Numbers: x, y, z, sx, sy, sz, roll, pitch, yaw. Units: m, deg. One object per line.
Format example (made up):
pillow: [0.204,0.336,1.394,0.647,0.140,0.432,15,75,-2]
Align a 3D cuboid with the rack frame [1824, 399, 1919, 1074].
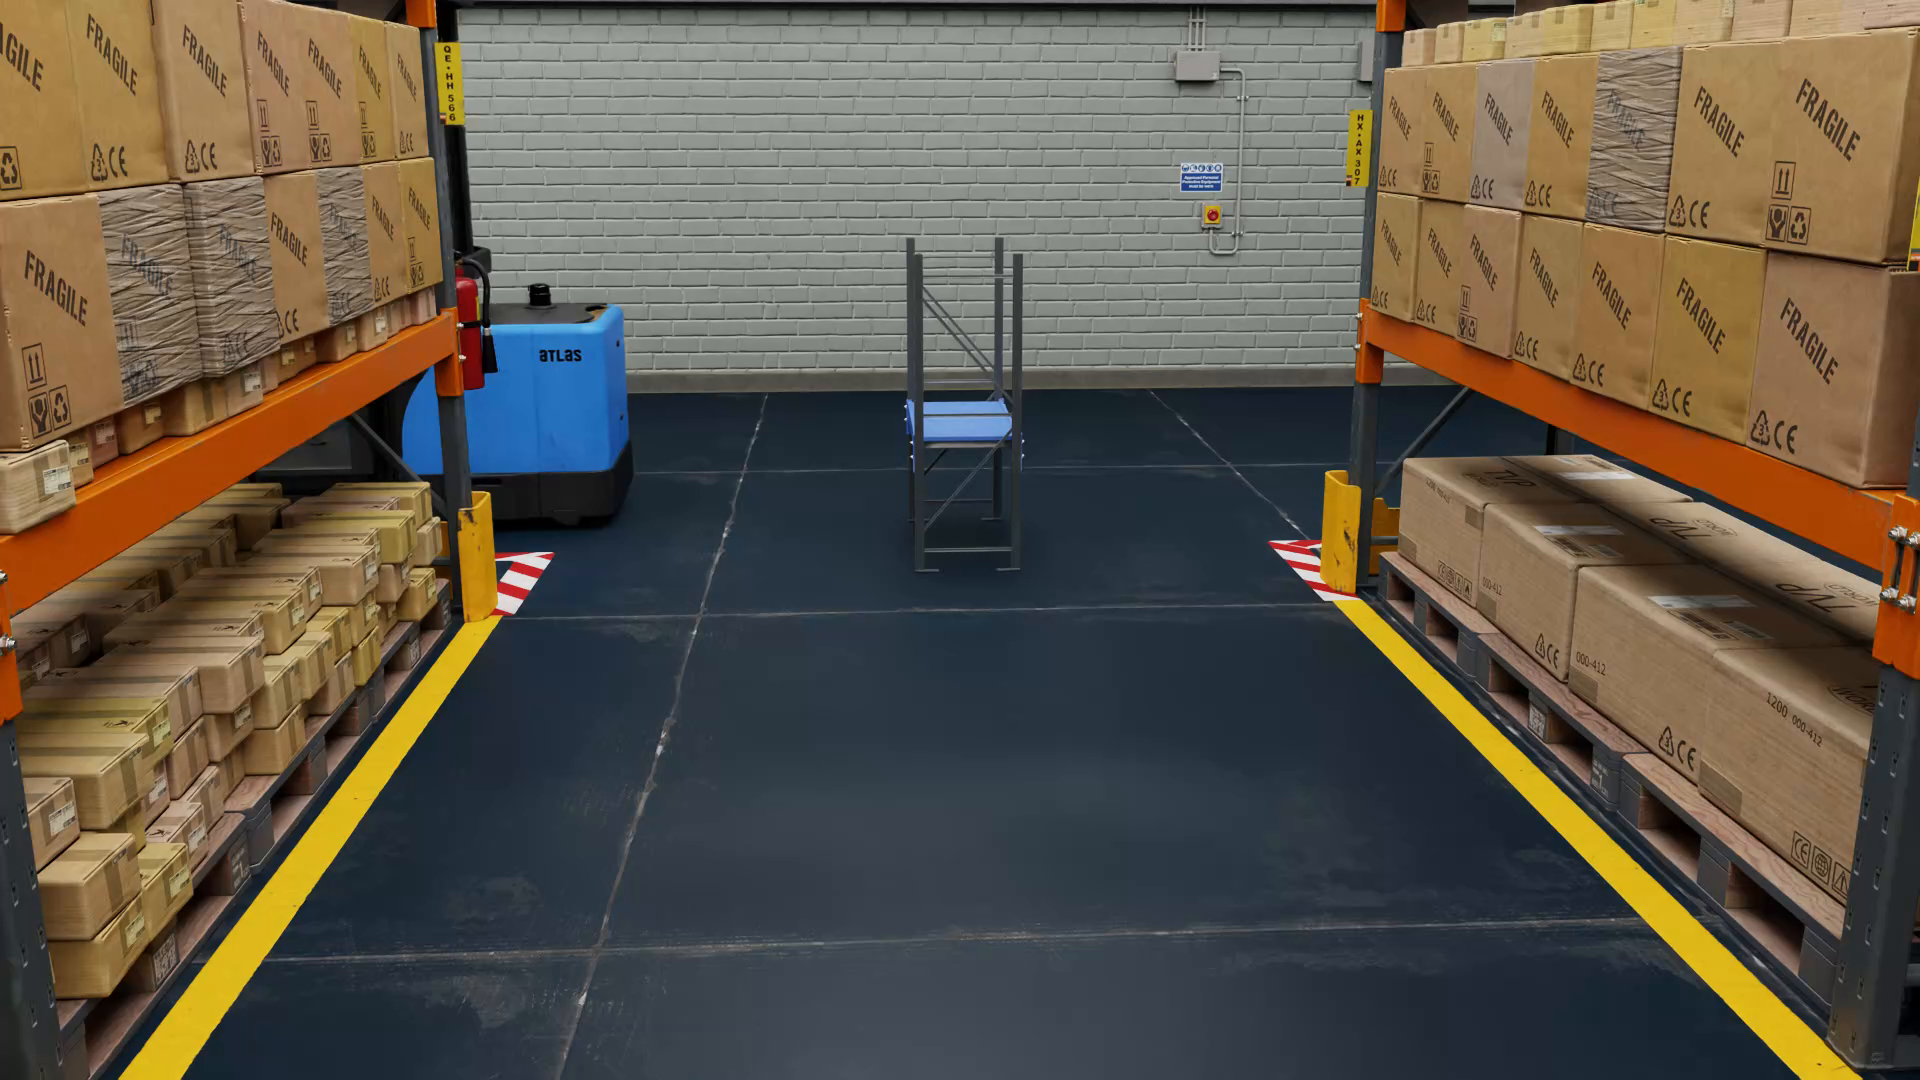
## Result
rack frame: [2.538,-0.258,3.511,1.000,3.000,0.127,-1,14,-3]

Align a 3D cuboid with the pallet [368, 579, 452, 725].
pallet: [-2.624,0.420,6.469,1.003,0.211,1.213,-1,14,-3]

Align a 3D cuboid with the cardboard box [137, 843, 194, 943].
cardboard box: [-2.115,0.859,4.048,0.380,0.149,0.250,0,14,-2]

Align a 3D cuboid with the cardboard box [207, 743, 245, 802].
cardboard box: [-2.299,0.669,4.785,0.380,0.149,0.250,-2,15,-6]

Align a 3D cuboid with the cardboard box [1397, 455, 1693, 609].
cardboard box: [2.431,-0.053,7.012,0.875,0.438,0.875,-1,14,-5]

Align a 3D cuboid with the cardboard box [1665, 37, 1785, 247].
cardboard box: [2.210,-1.030,4.304,0.500,0.500,0.500,-1,14,-4]

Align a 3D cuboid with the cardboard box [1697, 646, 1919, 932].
cardboard box: [2.606,0.621,4.391,0.875,0.438,0.875,-1,14,-4]

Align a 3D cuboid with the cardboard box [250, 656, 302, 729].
cardboard box: [-2.215,0.460,5.000,0.380,0.149,0.250,-1,14,-4]

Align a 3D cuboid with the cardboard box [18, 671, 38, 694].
cardboard box: [-2.694,0.457,4.414,0.380,0.149,0.250,0,14,-2]

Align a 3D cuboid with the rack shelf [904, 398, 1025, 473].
rack shelf: [0.005,-0.531,8.302,0.538,0.185,1.000,-1,14,-3]

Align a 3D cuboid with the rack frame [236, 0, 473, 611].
rack frame: [-2.644,-1.152,6.983,1.000,3.000,0.127,-1,14,-3]

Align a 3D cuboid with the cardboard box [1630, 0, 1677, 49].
cardboard box: [2.185,-1.496,4.811,0.380,0.149,0.250,-1,14,-5]

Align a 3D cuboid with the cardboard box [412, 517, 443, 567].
cardboard box: [-2.327,0.008,6.756,0.380,0.149,0.250,-1,14,-5]

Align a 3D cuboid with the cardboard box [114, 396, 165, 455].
cardboard box: [-2.257,-0.307,4.204,0.380,0.149,0.250,-2,15,-6]

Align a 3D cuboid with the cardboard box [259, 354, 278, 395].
cardboard box: [-2.280,-0.503,4.967,0.380,0.149,0.250,0,14,-1]

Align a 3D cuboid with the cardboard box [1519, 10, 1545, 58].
cardboard box: [2.101,-1.685,5.545,0.380,0.149,0.250,-1,14,-3]

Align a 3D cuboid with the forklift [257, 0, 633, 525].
forklift: [-3.366,-1.572,8.754,3.031,2.935,1.130,-1,14,-5]

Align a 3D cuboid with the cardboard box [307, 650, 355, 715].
cardboard box: [-2.252,0.475,5.540,0.380,0.149,0.250,-1,14,-2]

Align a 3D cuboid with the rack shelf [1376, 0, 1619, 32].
rack shelf: [2.414,-1.860,5.160,1.077,0.370,4.000,-1,14,-3]

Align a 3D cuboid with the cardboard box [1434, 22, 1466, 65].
cardboard box: [2.025,-1.877,6.293,0.380,0.149,0.250,0,14,-2]

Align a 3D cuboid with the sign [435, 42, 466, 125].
sign: [-2.089,-1.869,6.813,0.100,0.325,0.005,-1,14,-3]

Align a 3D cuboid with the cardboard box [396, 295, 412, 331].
cardboard box: [-2.364,-0.891,6.473,0.380,0.149,0.250,-1,14,-4]

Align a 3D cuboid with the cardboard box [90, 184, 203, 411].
cardboard box: [-2.213,-0.599,4.038,0.500,0.500,0.500,-1,14,-3]

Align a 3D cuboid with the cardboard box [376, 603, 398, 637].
cardboard box: [-2.356,0.283,6.286,0.380,0.149,0.250,-1,14,-4]

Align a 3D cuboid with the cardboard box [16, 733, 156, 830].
cardboard box: [-2.169,0.574,3.960,0.380,0.149,0.250,0,14,-1]

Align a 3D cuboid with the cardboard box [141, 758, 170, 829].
cardboard box: [-2.256,0.660,4.224,0.380,0.149,0.250,-1,14,-4]

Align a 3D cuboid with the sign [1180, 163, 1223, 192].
sign: [1.866,-2.801,12.849,0.327,0.218,0.001,-1,14,-3]

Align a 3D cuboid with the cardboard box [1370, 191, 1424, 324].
cardboard box: [2.033,-1.178,6.884,0.500,0.500,0.500,-1,14,-4]

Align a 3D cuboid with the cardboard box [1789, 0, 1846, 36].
cardboard box: [2.288,-1.306,4.075,0.380,0.149,0.250,-1,14,-3]

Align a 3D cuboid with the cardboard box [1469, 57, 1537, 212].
cardboard box: [2.114,-1.406,5.763,0.500,0.500,0.500,-1,14,-4]

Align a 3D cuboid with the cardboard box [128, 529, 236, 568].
cardboard box: [-2.828,0.065,5.939,0.380,0.149,0.250,-2,15,-6]

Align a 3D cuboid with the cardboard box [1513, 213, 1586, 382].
cardboard box: [2.154,-0.801,5.421,0.500,0.500,0.500,0,14,-2]

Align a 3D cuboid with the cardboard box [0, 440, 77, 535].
cardboard box: [-2.087,-0.111,3.441,0.380,0.149,0.250,0,14,-1]

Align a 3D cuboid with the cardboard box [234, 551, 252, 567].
cardboard box: [-2.804,0.144,6.227,0.380,0.149,0.250,-1,14,-3]

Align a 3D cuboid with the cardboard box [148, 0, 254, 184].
cardboard box: [-2.229,-1.204,4.382,0.500,0.500,0.500,-1,14,-3]

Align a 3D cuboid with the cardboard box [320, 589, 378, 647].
cardboard box: [-2.248,0.266,5.754,0.380,0.149,0.250,-1,14,-3]

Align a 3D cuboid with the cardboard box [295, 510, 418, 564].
cardboard box: [-2.257,-0.009,6.226,0.380,0.149,0.250,-1,14,-5]

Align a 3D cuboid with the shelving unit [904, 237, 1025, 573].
shelving unit: [0.005,-0.705,8.257,0.538,1.500,1.048,-1,14,-3]

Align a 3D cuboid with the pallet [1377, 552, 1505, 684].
pallet: [2.418,0.295,6.957,1.003,0.211,1.213,-1,14,-3]

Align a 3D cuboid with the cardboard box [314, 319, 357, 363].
cardboard box: [-2.307,-0.700,5.730,0.380,0.149,0.250,-2,15,-6]

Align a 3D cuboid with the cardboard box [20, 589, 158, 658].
cardboard box: [-2.738,0.261,5.177,0.380,0.149,0.250,-1,14,-3]

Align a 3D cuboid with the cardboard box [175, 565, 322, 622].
cardboard box: [-2.327,0.190,5.454,0.380,0.149,0.250,-1,14,-5]

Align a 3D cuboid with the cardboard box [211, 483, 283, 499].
cardboard box: [-2.951,-0.127,6.685,0.380,0.149,0.250,-2,15,-6]

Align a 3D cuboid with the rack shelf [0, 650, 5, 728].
rack shelf: [-2.272,0.689,1.273,1.077,0.370,4.000,-1,14,-3]

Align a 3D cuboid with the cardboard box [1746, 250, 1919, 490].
cardboard box: [2.254,-0.418,3.931,0.500,0.500,0.500,-1,14,-3]

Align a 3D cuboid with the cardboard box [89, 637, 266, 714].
cardboard box: [-2.207,0.383,4.703,0.380,0.149,0.250,-1,14,-2]

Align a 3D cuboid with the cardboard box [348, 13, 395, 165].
cardboard box: [-2.336,-1.592,5.891,0.500,0.500,0.500,-1,14,-5]

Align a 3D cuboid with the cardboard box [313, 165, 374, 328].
cardboard box: [-2.292,-0.982,5.527,0.500,0.500,0.500,-1,14,-3]

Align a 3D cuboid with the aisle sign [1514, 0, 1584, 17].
aisle sign: [2.595,-2.535,7.142,0.394,0.787,0.004,-1,14,-3]
